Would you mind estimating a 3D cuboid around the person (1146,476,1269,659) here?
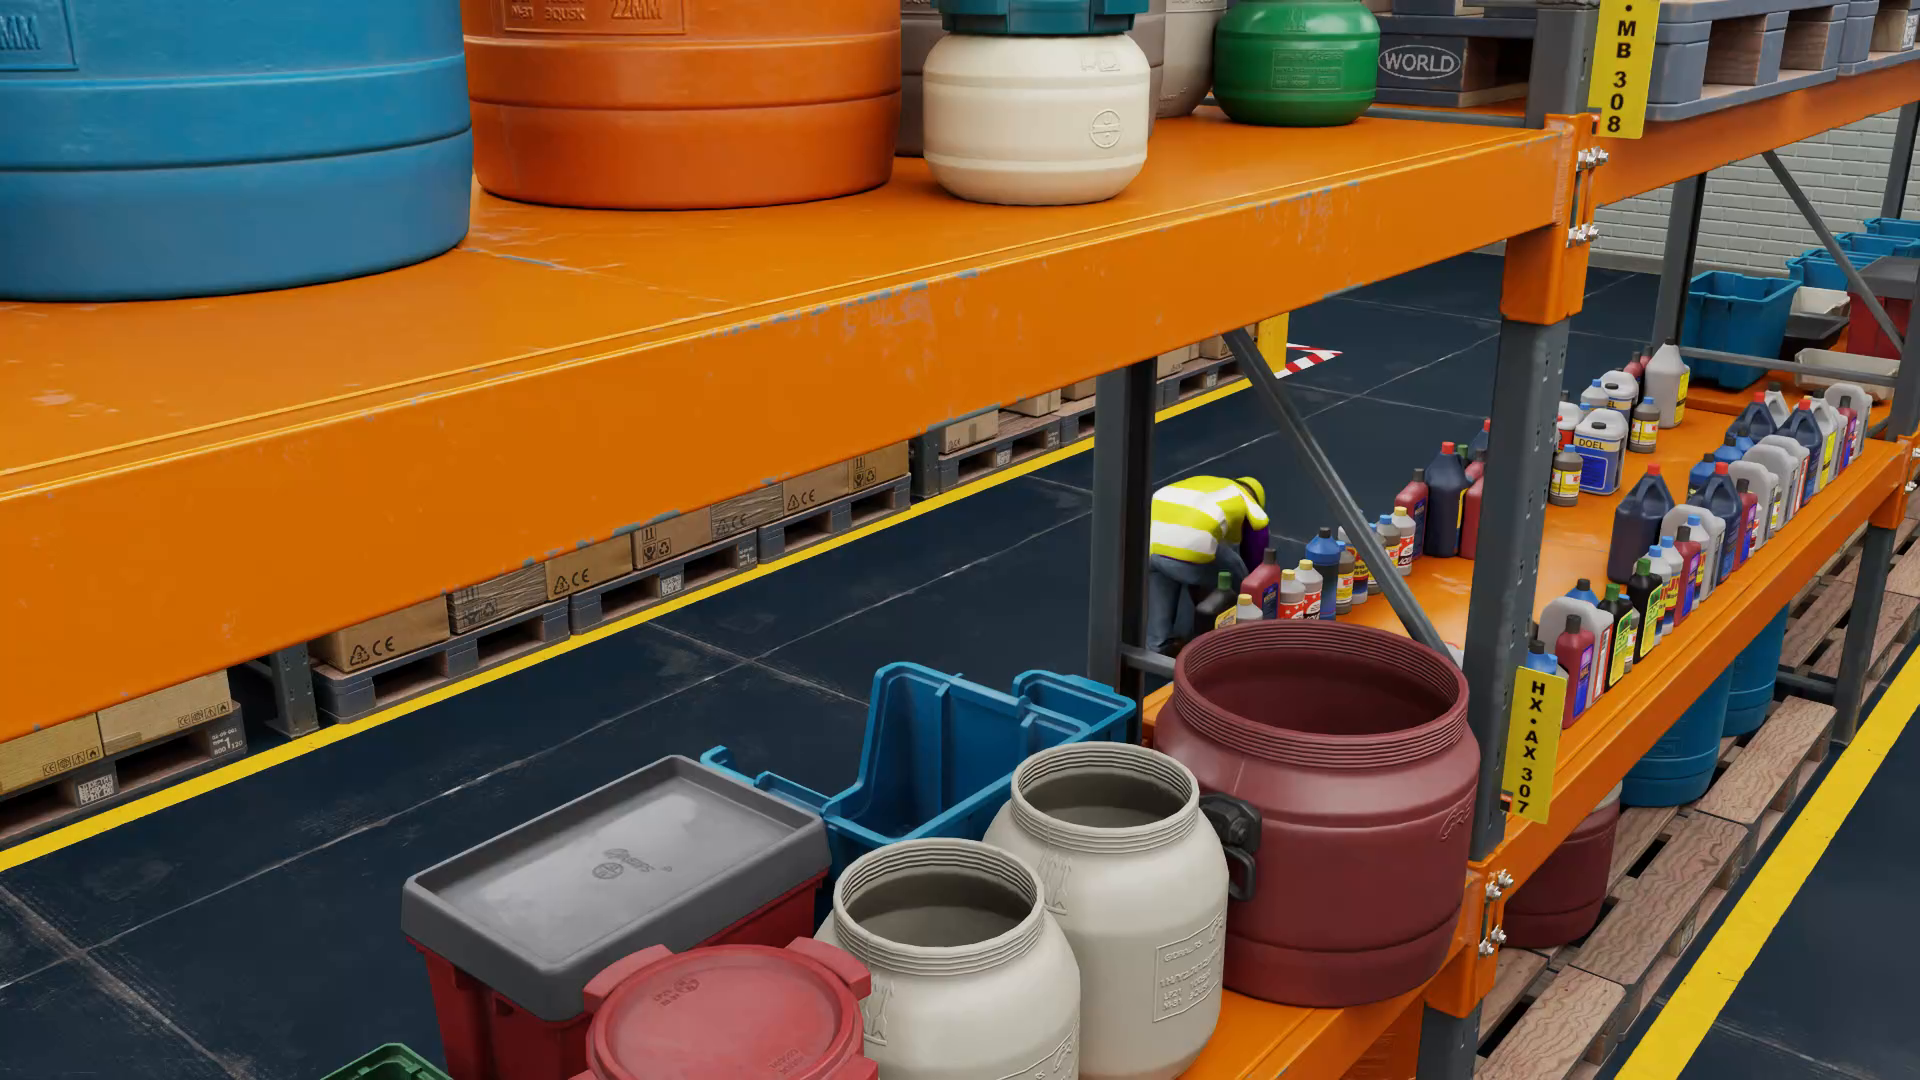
[{"bbox_3d":[1.092,0.130,7.511,0.513,0.886,0.979,15,25,34],"label":"person"}]
